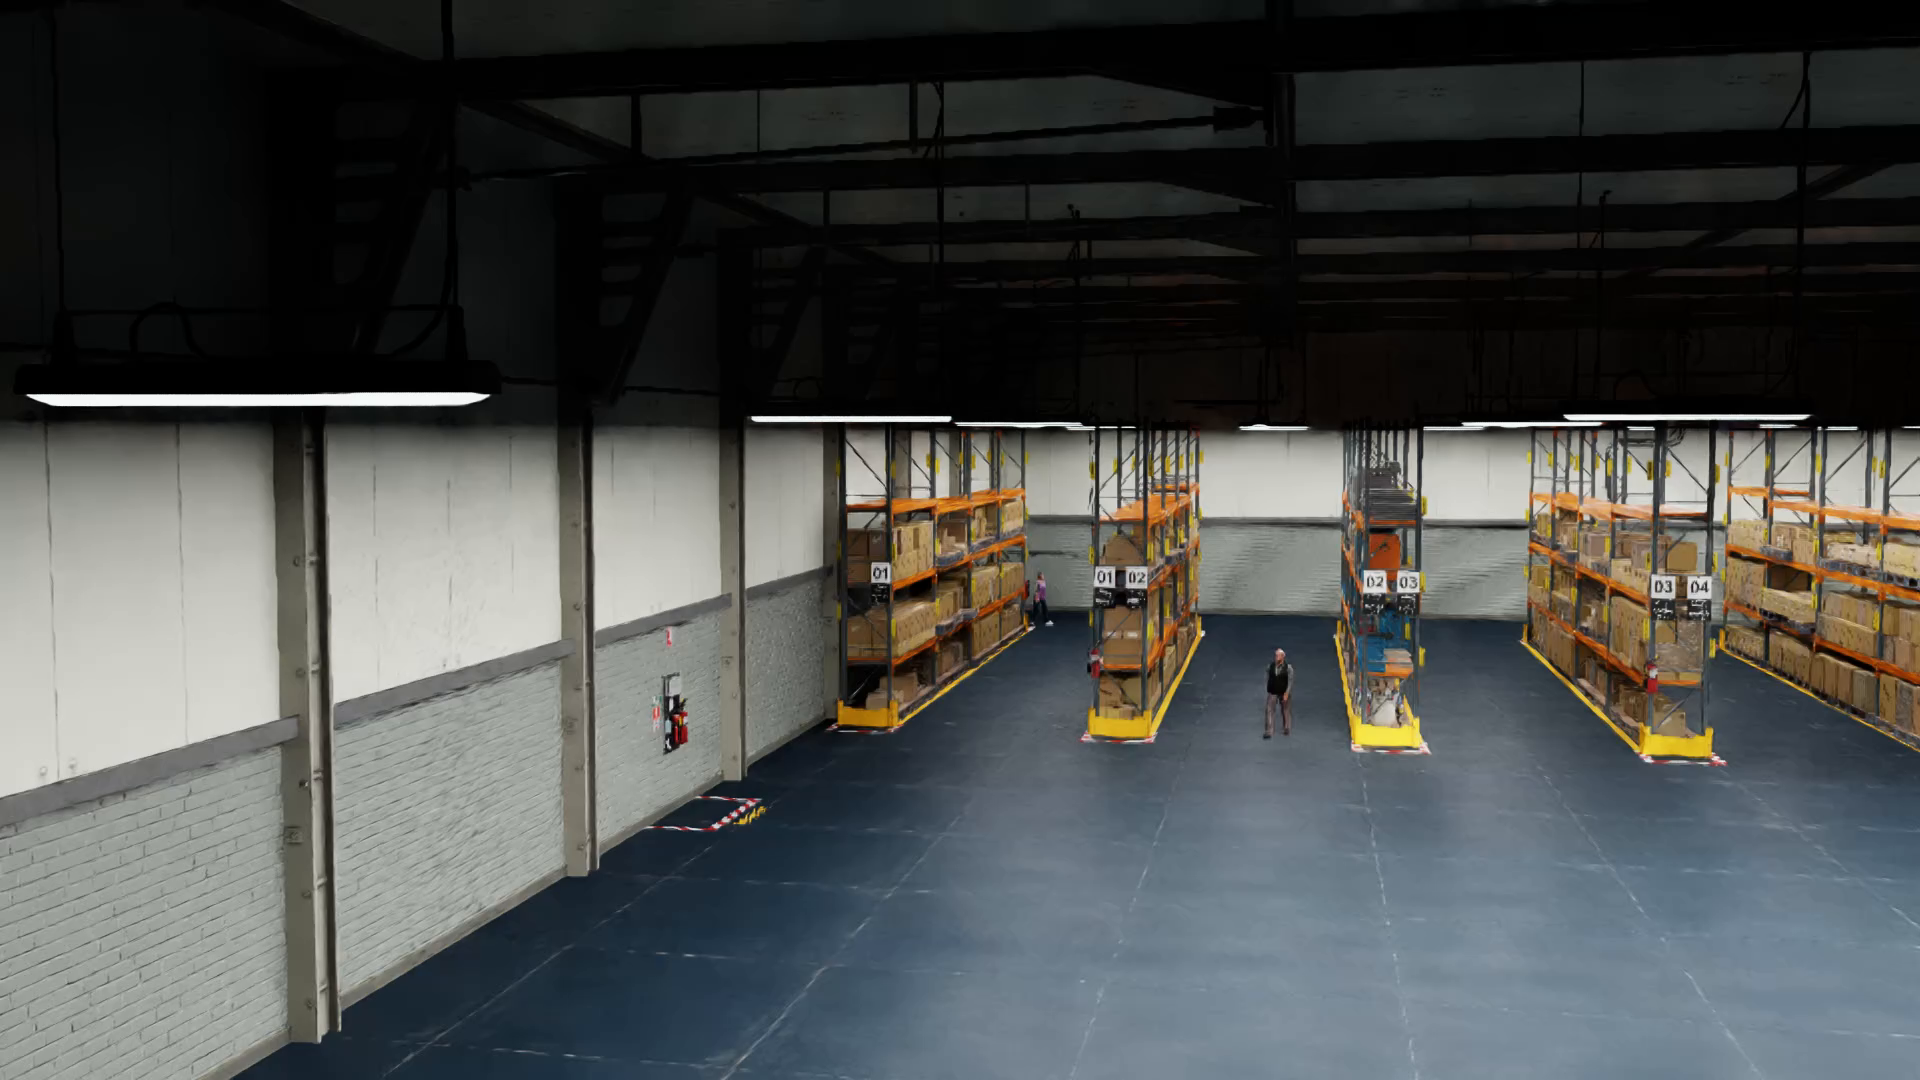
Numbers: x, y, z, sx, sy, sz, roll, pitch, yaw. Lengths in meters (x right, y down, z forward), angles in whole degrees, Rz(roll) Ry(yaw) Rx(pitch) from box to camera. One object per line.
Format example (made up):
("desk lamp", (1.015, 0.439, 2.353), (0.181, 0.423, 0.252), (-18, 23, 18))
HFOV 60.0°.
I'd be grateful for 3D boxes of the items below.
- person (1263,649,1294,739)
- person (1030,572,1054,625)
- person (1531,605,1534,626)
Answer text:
("person", (5.974, 2.865, 31.084), (0.539, 1.664, 1.031), (1, 4, 20))
("person", (2.407, 1.728, 49.287), (0.638, 1.574, 0.529), (-3, 5, -42))
("person", (17.203, 1.692, 49.036), (0.579, 1.699, 0.974), (2, 4, 32))
